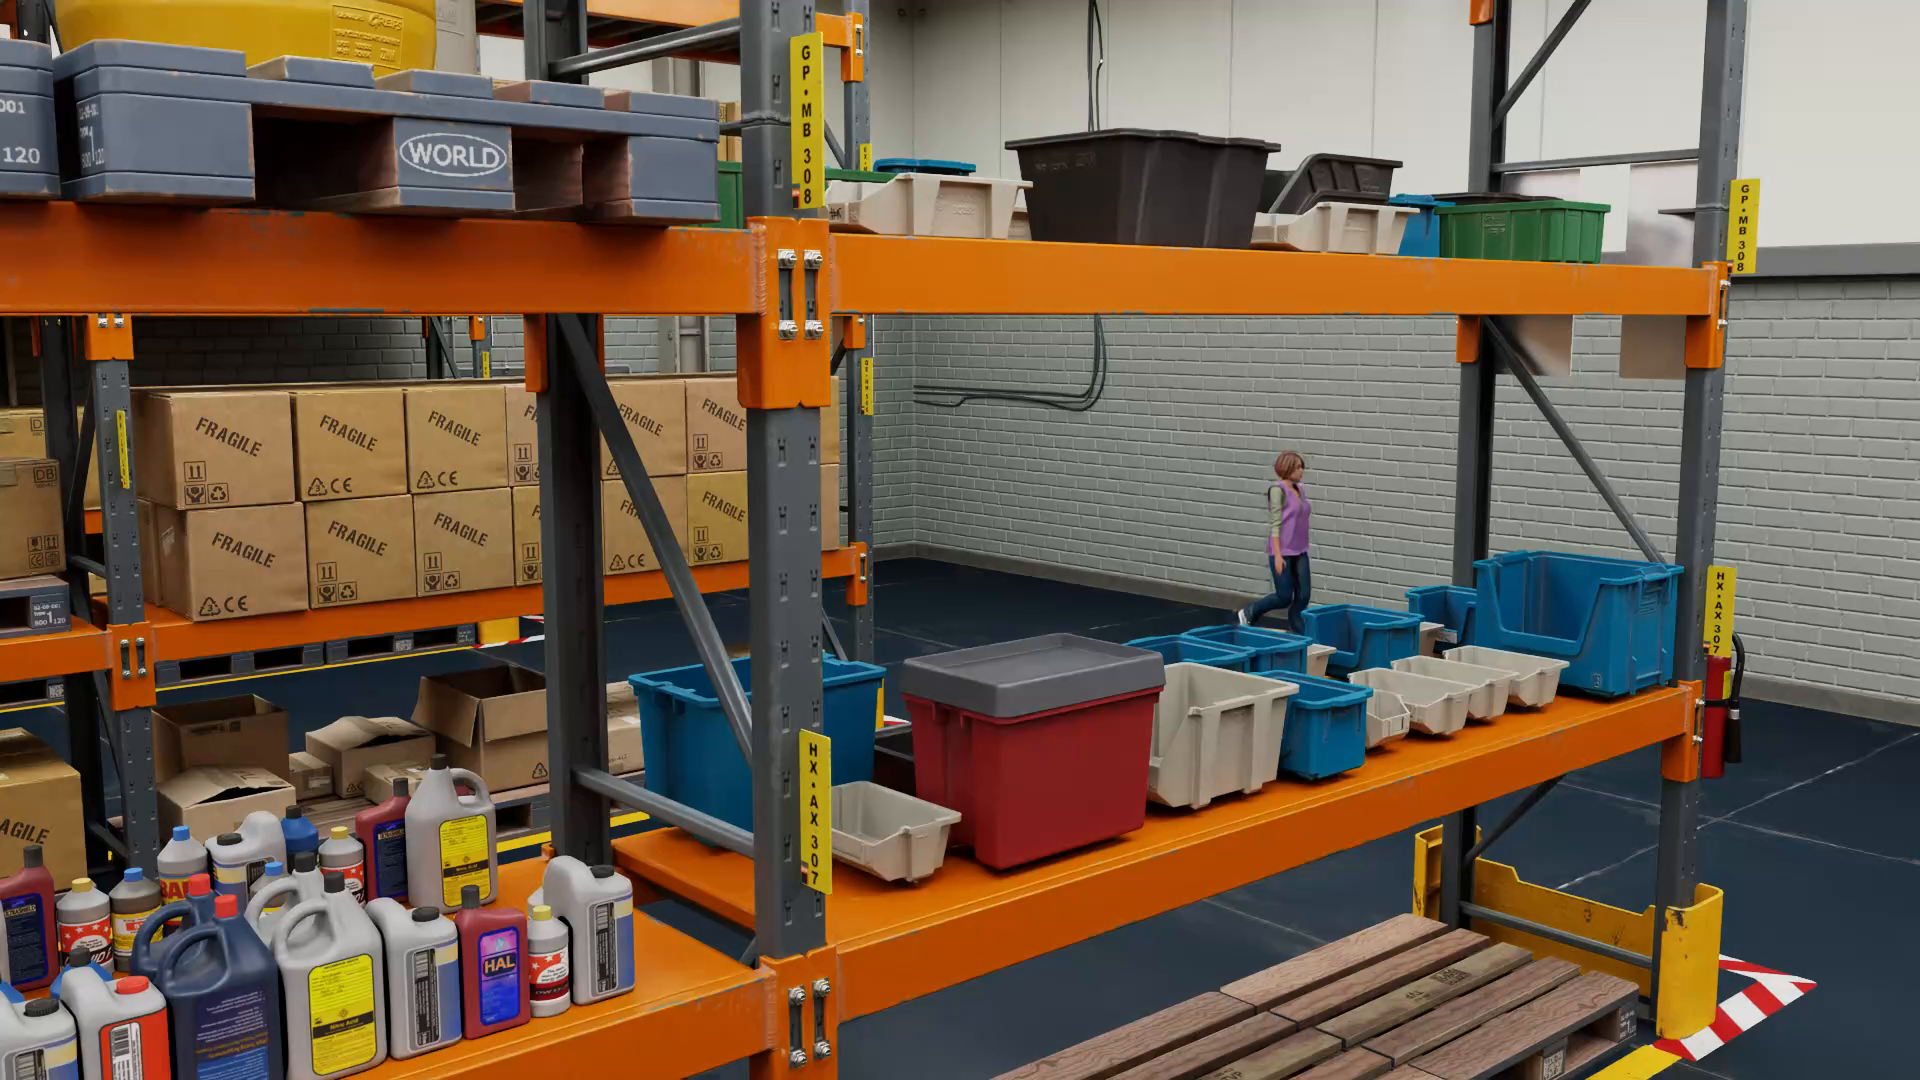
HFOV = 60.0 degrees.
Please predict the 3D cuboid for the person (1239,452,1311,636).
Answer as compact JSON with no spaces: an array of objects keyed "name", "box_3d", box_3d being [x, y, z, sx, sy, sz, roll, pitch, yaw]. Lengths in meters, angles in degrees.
[{"name":"person","box_3d":[2.497,0.113,12.891,0.421,1.566,0.646,-7,10,-41]}]
